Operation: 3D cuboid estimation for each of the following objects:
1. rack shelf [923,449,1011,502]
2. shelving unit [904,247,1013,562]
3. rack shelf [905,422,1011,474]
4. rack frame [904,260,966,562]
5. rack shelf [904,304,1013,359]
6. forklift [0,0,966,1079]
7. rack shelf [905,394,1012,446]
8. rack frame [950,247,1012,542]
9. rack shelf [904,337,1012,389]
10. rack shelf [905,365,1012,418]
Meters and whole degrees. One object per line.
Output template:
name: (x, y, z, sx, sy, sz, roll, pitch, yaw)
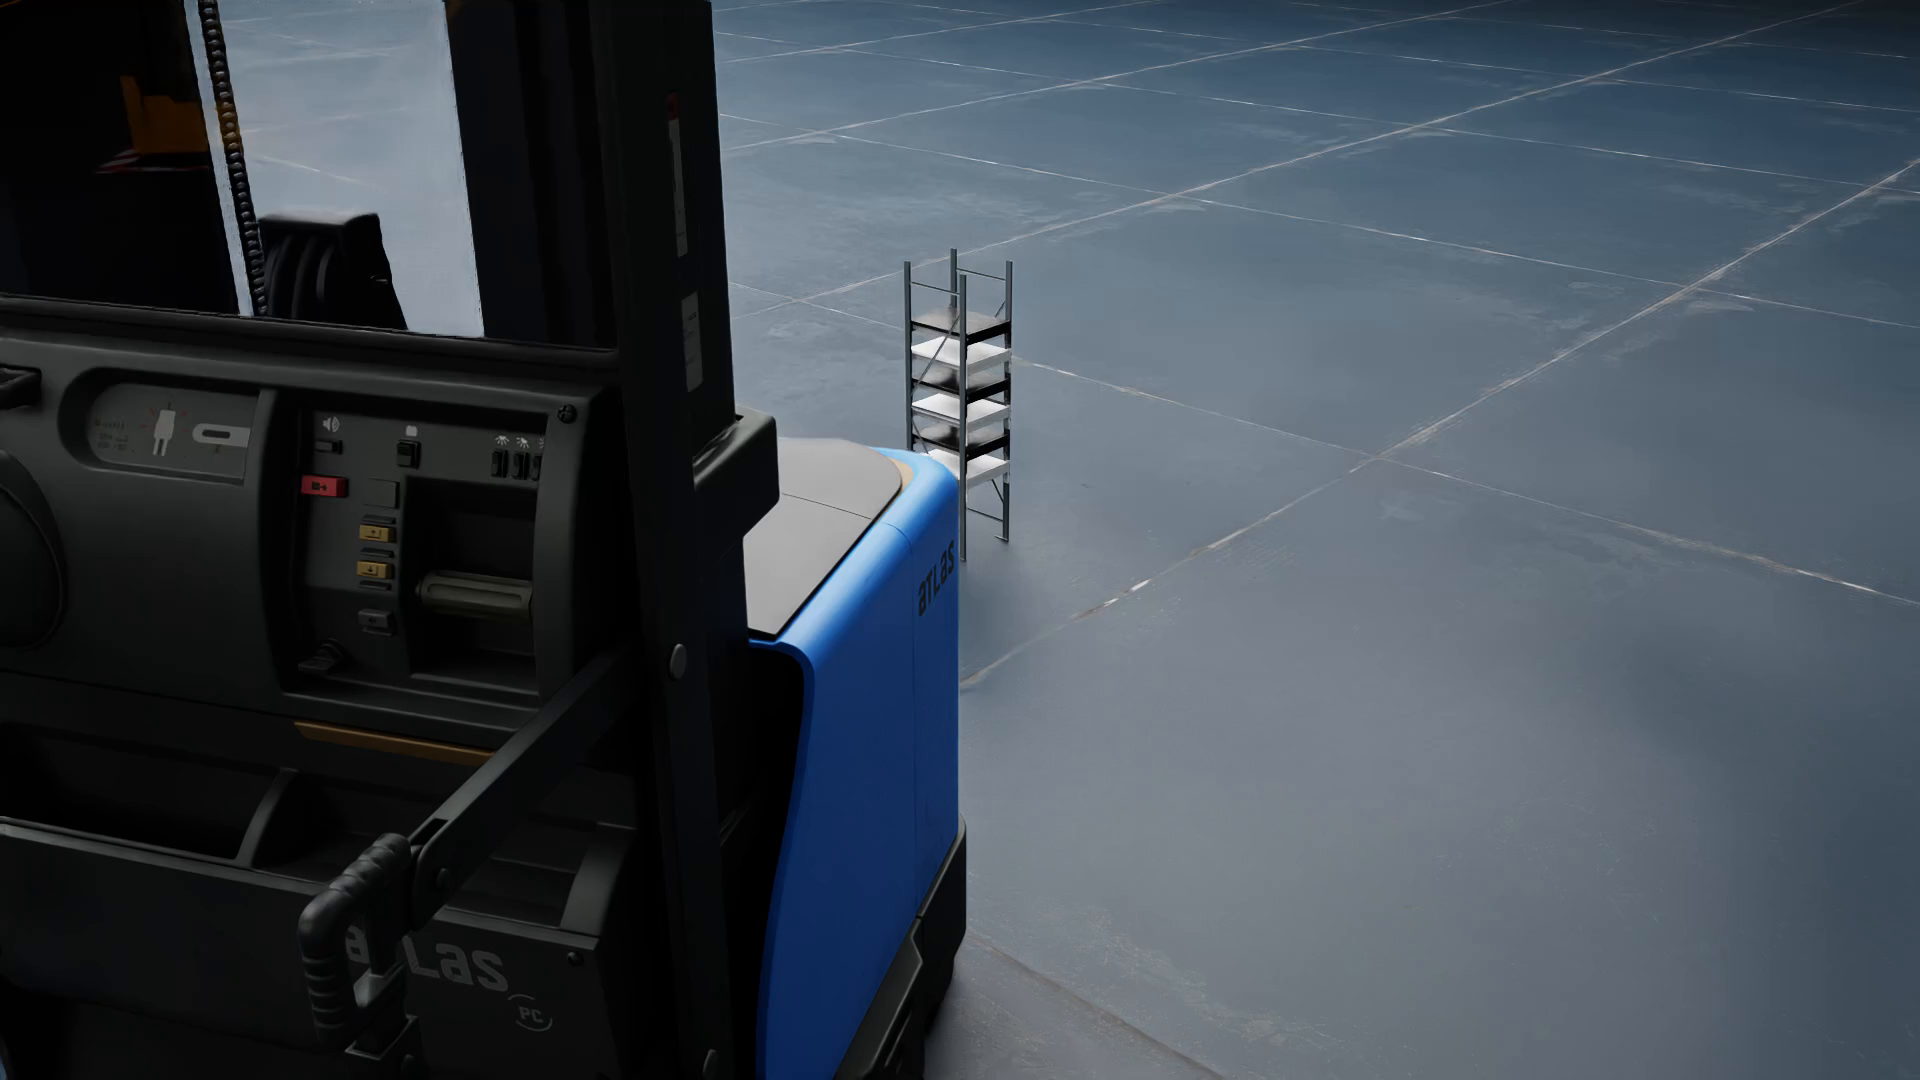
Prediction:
rack shelf: (-0.005, -0.213, 5.148, 0.258, 0.077, 0.200, 20, 31, 38)
shelving unit: (-0.005, -0.408, 5.060, 0.258, 0.900, 0.210, 20, 31, 38)
rack shelf: (-0.005, -0.296, 5.111, 0.258, 0.077, 0.200, 20, 31, 38)
rack frame: (-0.073, -0.377, 4.991, 0.240, 0.900, 0.006, 20, 31, 38)
rack shelf: (-0.005, -0.624, 4.964, 0.258, 0.077, 0.200, 20, 31, 38)
forklift: (-0.887, 0.011, 1.642, 1.130, 2.935, 3.031, 7, 25, 15)
rack shelf: (-0.005, -0.378, 5.074, 0.258, 0.077, 0.200, 20, 31, 38)
rack frame: (0.062, -0.439, 5.129, 0.240, 0.900, 0.006, 20, 31, 38)
rack shelf: (-0.005, -0.542, 5.000, 0.258, 0.077, 0.200, 20, 31, 38)
rack shelf: (-0.005, -0.460, 5.037, 0.258, 0.077, 0.200, 20, 31, 38)
